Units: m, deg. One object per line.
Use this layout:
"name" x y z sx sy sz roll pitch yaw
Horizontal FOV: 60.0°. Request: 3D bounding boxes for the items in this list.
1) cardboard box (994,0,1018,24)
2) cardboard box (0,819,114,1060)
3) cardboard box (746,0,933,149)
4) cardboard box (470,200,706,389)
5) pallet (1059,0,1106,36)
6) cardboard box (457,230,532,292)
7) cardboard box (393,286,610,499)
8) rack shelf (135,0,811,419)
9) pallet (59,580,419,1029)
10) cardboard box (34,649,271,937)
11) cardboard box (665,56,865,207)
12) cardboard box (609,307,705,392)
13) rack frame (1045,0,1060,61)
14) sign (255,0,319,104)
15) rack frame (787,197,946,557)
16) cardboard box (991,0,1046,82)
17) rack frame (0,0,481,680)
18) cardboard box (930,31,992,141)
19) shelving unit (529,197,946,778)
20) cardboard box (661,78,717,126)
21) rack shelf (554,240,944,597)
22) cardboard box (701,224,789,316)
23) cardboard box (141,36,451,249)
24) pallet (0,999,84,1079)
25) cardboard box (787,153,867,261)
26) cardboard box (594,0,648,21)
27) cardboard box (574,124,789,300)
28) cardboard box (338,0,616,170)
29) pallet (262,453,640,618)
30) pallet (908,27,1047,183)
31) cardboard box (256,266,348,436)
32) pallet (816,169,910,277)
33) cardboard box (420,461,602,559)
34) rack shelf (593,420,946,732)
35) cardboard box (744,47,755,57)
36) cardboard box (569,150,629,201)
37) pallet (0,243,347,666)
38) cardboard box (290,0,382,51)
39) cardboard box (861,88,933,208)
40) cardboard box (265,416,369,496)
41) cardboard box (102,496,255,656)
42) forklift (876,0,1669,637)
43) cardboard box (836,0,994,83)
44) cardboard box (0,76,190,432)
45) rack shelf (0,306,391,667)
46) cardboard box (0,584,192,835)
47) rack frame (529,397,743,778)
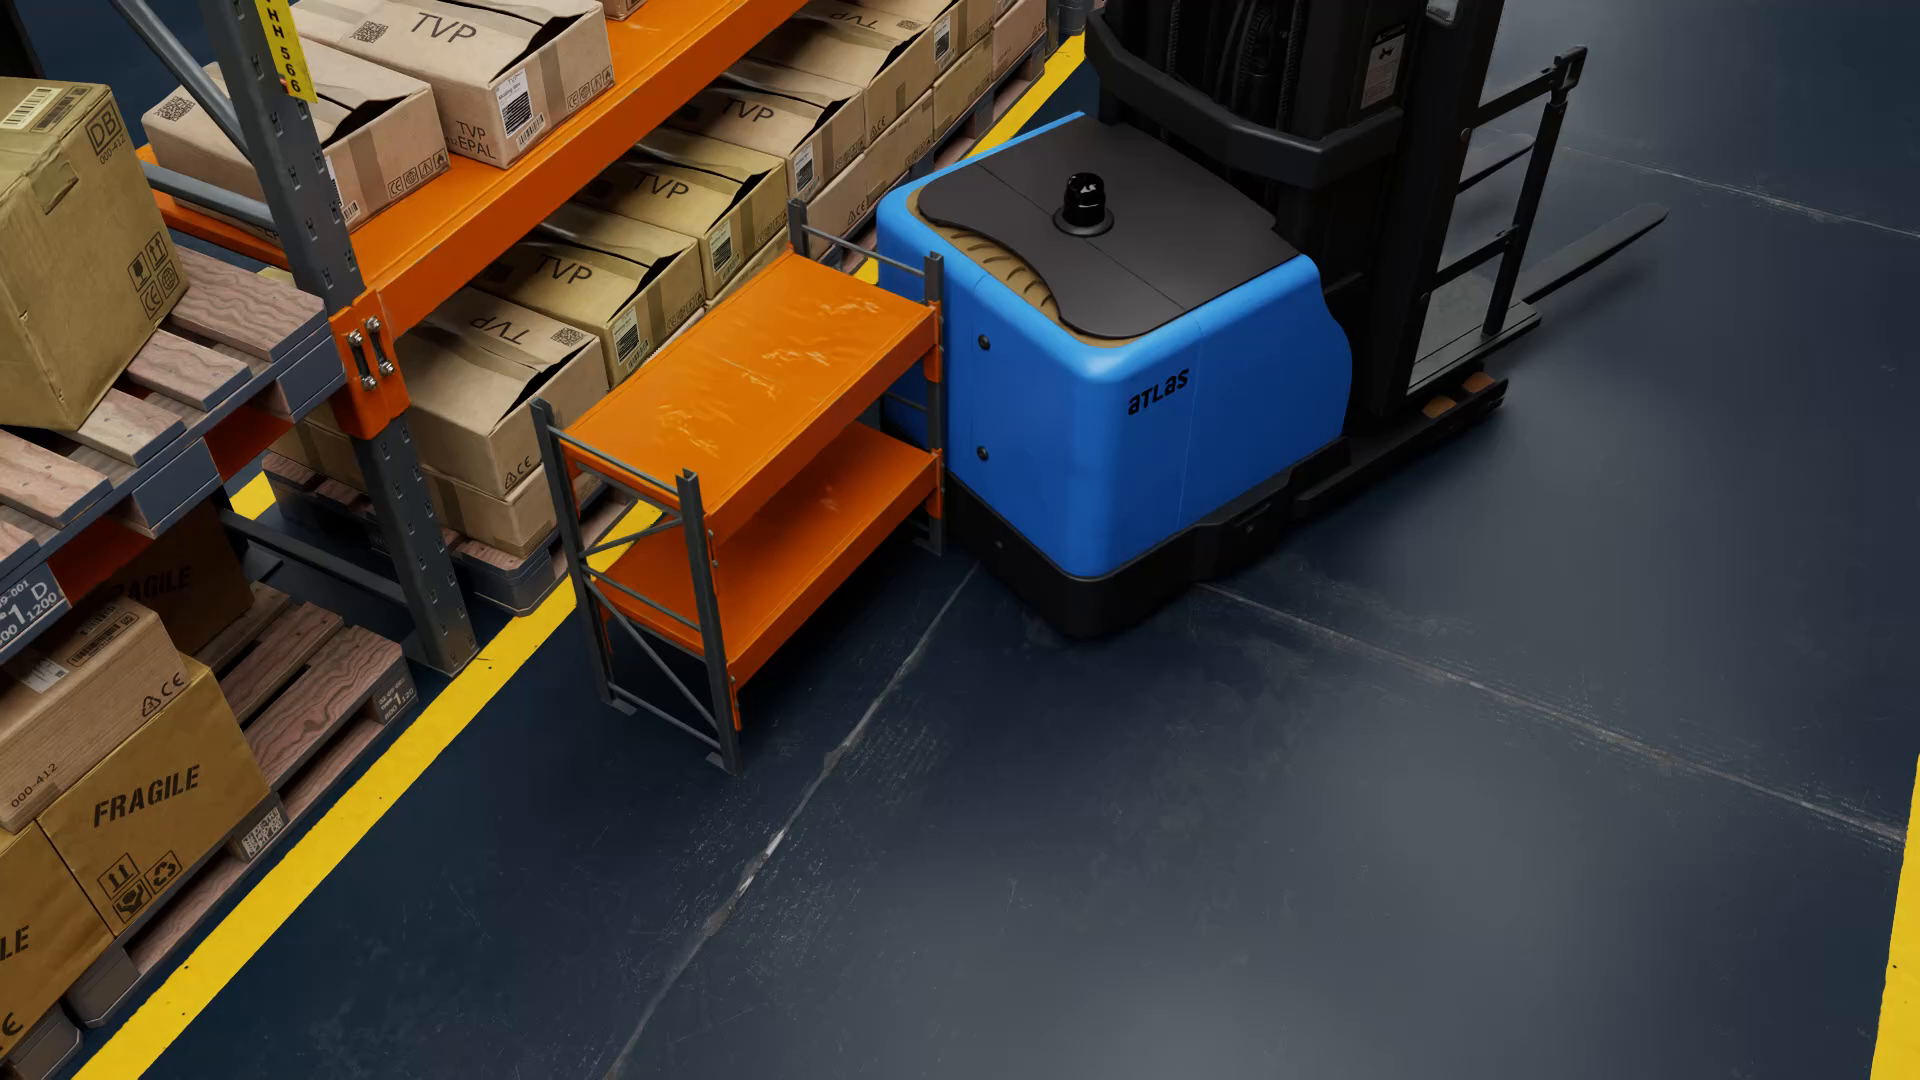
"cardboard box" 0.033 -2.398 6.755 0.500 0.311 0.500 20 49 19
"cardboard box" -2.357 0.867 3.733 0.500 0.500 0.500 19 48 18
"cardboard box" -0.437 -1.755 6.119 0.500 0.311 0.500 20 49 19
"cardboard box" -1.150 -0.795 5.170 0.500 0.311 0.500 19 48 18
"pallet" 0.373 -2.877 7.945 1.003 0.211 1.213 20 49 19
"cardboard box" -1.629 -0.969 5.342 0.500 0.311 0.500 20 49 18
"cardboard box" -1.387 -0.461 4.840 0.500 0.311 0.500 22 49 20
"rack shelf" -0.961 -1.857 5.482 1.077 0.370 4.000 20 49 19
"pallet" -2.270 0.588 4.520 1.003 0.211 1.213 20 49 19
"cardboard box" -2.116 0.541 4.055 0.500 0.500 0.500 22 49 21
"cardboard box" -0.673 -1.439 5.807 0.500 0.311 0.500 20 49 19
"cardboard box" -1.154 -0.581 5.353 0.500 0.250 0.500 19 48 18
"rack frame" -0.033 -3.370 6.471 1.000 3.000 0.127 20 49 19
"sign" -1.405 -1.056 3.426 0.100 0.325 0.005 20 49 19
"rack frame" -0.261 -0.449 4.903 0.500 1.125 0.032 25 50 23
"cardboard box" 0.031 -2.194 6.947 0.500 0.250 0.500 20 49 19
"rack frame" -1.890 -0.850 3.981 1.000 3.000 0.127 20 49 19
"cardboard box" -0.205 -1.876 6.633 0.500 0.250 0.500 20 49 18
"shelving unit" -0.540 -0.147 4.604 0.538 1.125 1.048 25 50 23
"cardboard box" -1.158 -1.601 5.967 0.500 0.311 0.500 22 49 20
"rack shelf" -0.540 -0.353 4.396 0.538 0.278 1.000 25 50 23
"cardboard box" -0.918 -0.910 5.679 0.500 0.250 0.500 19 48 18
"cardboard box" -1.682 -1.033 4.225 0.500 0.311 0.500 23 50 21
"pallet" -2.837 1.354 3.764 1.003 0.211 1.213 20 49 19
"cardboard box" -0.680 -1.233 5.998 0.500 0.250 0.500 21 49 20
"cardboard box" -1.125 -1.948 4.996 0.500 0.500 0.500 18 48 17
"cardboard box" -0.911 -1.115 5.487 0.500 0.311 0.500 19 48 18
"cardboard box" -1.303 -1.318 4.506 0.500 0.311 0.500 20 49 19
"pallet" -1.473 -0.375 5.473 1.003 0.211 1.213 20 49 19
"pallet" -0.340 -1.913 6.992 1.003 0.211 1.213 20 49 19
"cardboard box" -1.865 -0.639 5.017 0.500 0.311 0.500 22 49 20
"pallet" -0.906 -1.141 6.229 1.003 0.211 1.213 20 49 19
"cardboard box" -1.387 -0.264 5.040 0.500 0.250 0.500 20 49 19
"rack shelf" -0.540 0.025 4.778 0.538 0.278 1.000 25 50 23
"cardboard box" -0.922 -1.930 6.292 0.500 0.311 0.500 19 48 18
"cardboard box" -1.393 -1.286 5.656 0.500 0.311 0.500 20 49 19
"pallet" -2.142 -0.332 3.604 1.213 0.211 1.003 20 49 19
"cardboard box" -1.717 -1.419 4.721 0.380 0.149 0.250 20 49 19
"cardboard box" -0.442 -1.553 6.314 0.500 0.250 0.500 21 49 20
"cardboard box" -1.862 -0.443 5.217 0.500 0.250 0.500 22 49 20
"cardboard box" -2.354 0.066 4.523 0.500 0.500 0.500 22 49 21
"forklift" 1.220 -1.619 4.789 3.031 2.935 1.130 -29 52 -26
"cardboard box" -0.203 -2.068 6.429 0.500 0.311 0.500 22 49 20
"cardboard box" -2.082 -0.599 3.367 0.700 0.500 0.500 6 46 6
"rack shelf" -2.818 0.663 2.992 1.077 0.370 4.000 20 49 19
"cardboard box" -2.139 0.314 3.752 0.500 0.250 0.500 22 49 21
"rack frame" -0.819 0.155 4.306 0.500 1.125 0.032 25 50 23
